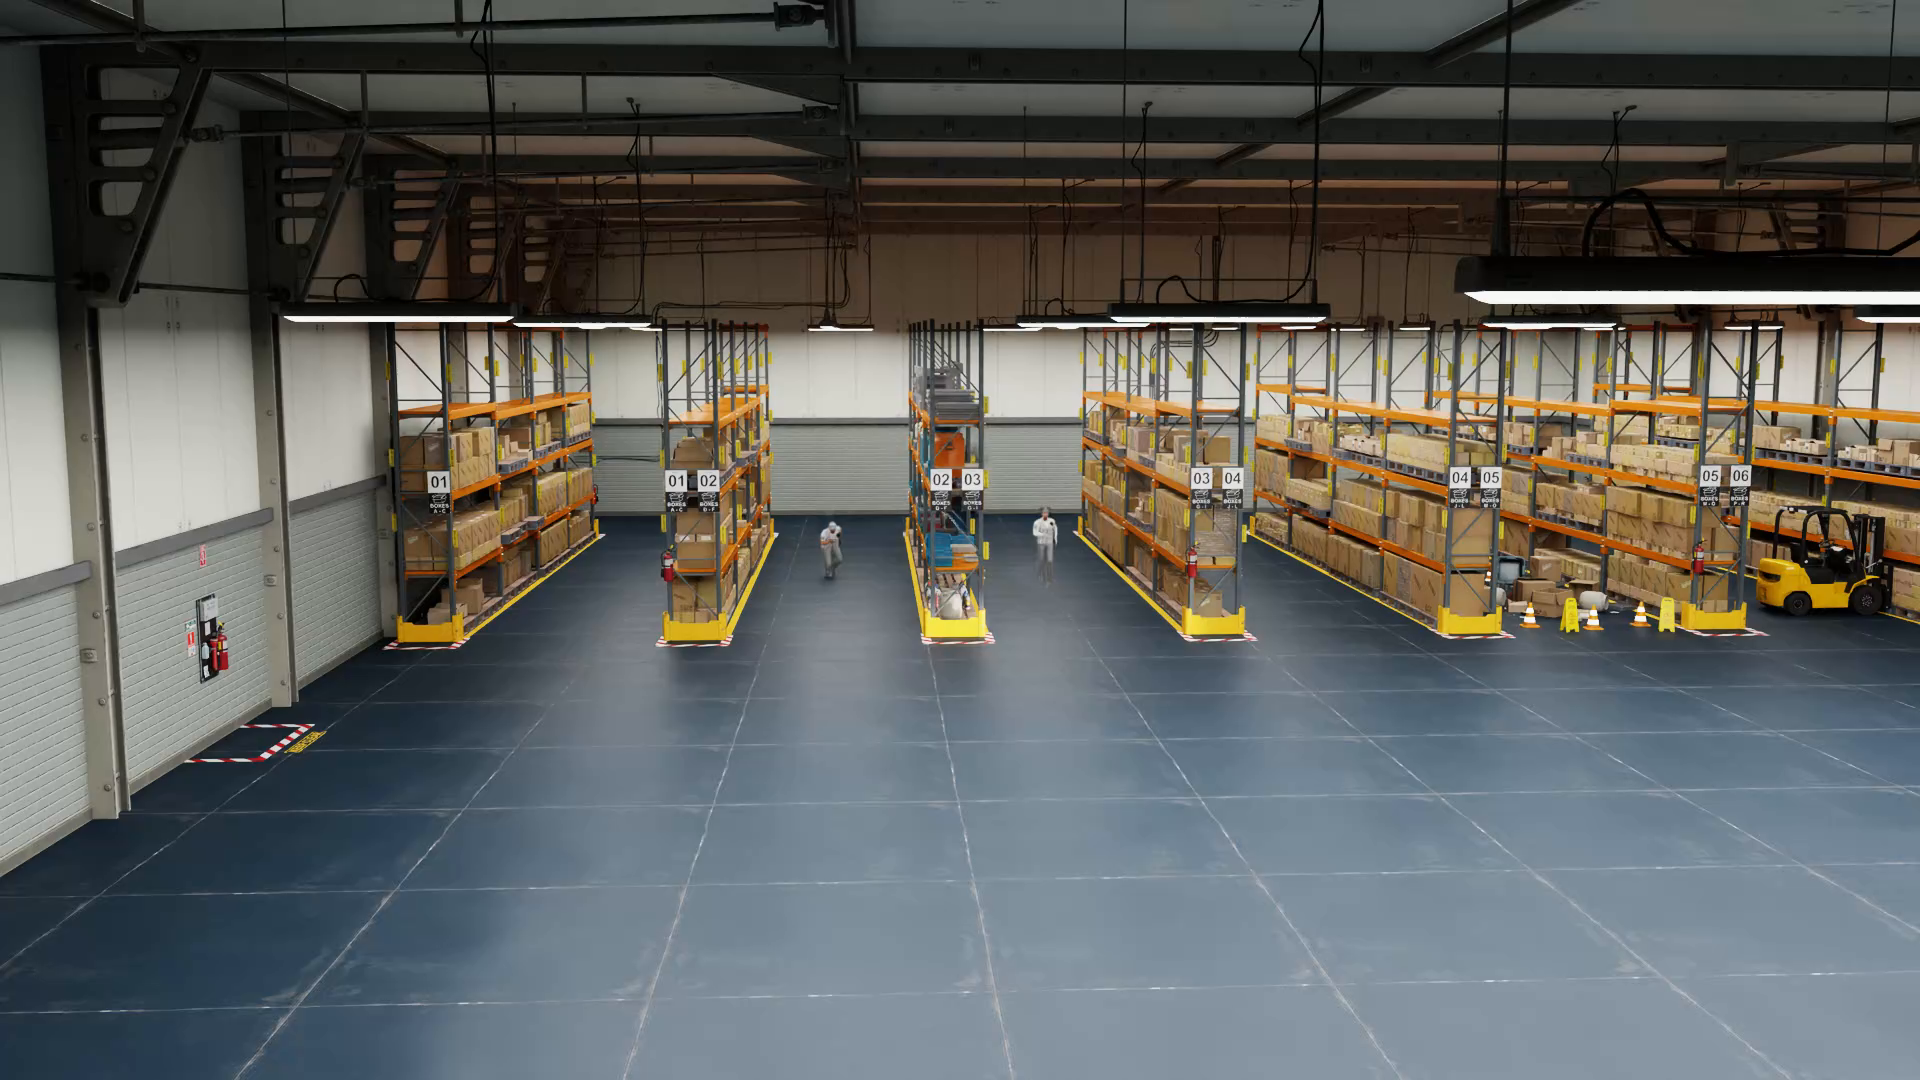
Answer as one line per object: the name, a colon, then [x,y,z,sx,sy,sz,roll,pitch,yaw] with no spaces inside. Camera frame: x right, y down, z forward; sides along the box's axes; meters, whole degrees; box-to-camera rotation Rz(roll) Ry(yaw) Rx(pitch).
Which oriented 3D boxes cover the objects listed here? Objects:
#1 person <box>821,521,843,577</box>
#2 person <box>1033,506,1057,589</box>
person: [-3.021,0.220,39.052,0.614,1.392,0.961,-3,8,-23]
person: [1.862,0.154,36.217,0.588,1.779,0.780,-1,7,-8]
